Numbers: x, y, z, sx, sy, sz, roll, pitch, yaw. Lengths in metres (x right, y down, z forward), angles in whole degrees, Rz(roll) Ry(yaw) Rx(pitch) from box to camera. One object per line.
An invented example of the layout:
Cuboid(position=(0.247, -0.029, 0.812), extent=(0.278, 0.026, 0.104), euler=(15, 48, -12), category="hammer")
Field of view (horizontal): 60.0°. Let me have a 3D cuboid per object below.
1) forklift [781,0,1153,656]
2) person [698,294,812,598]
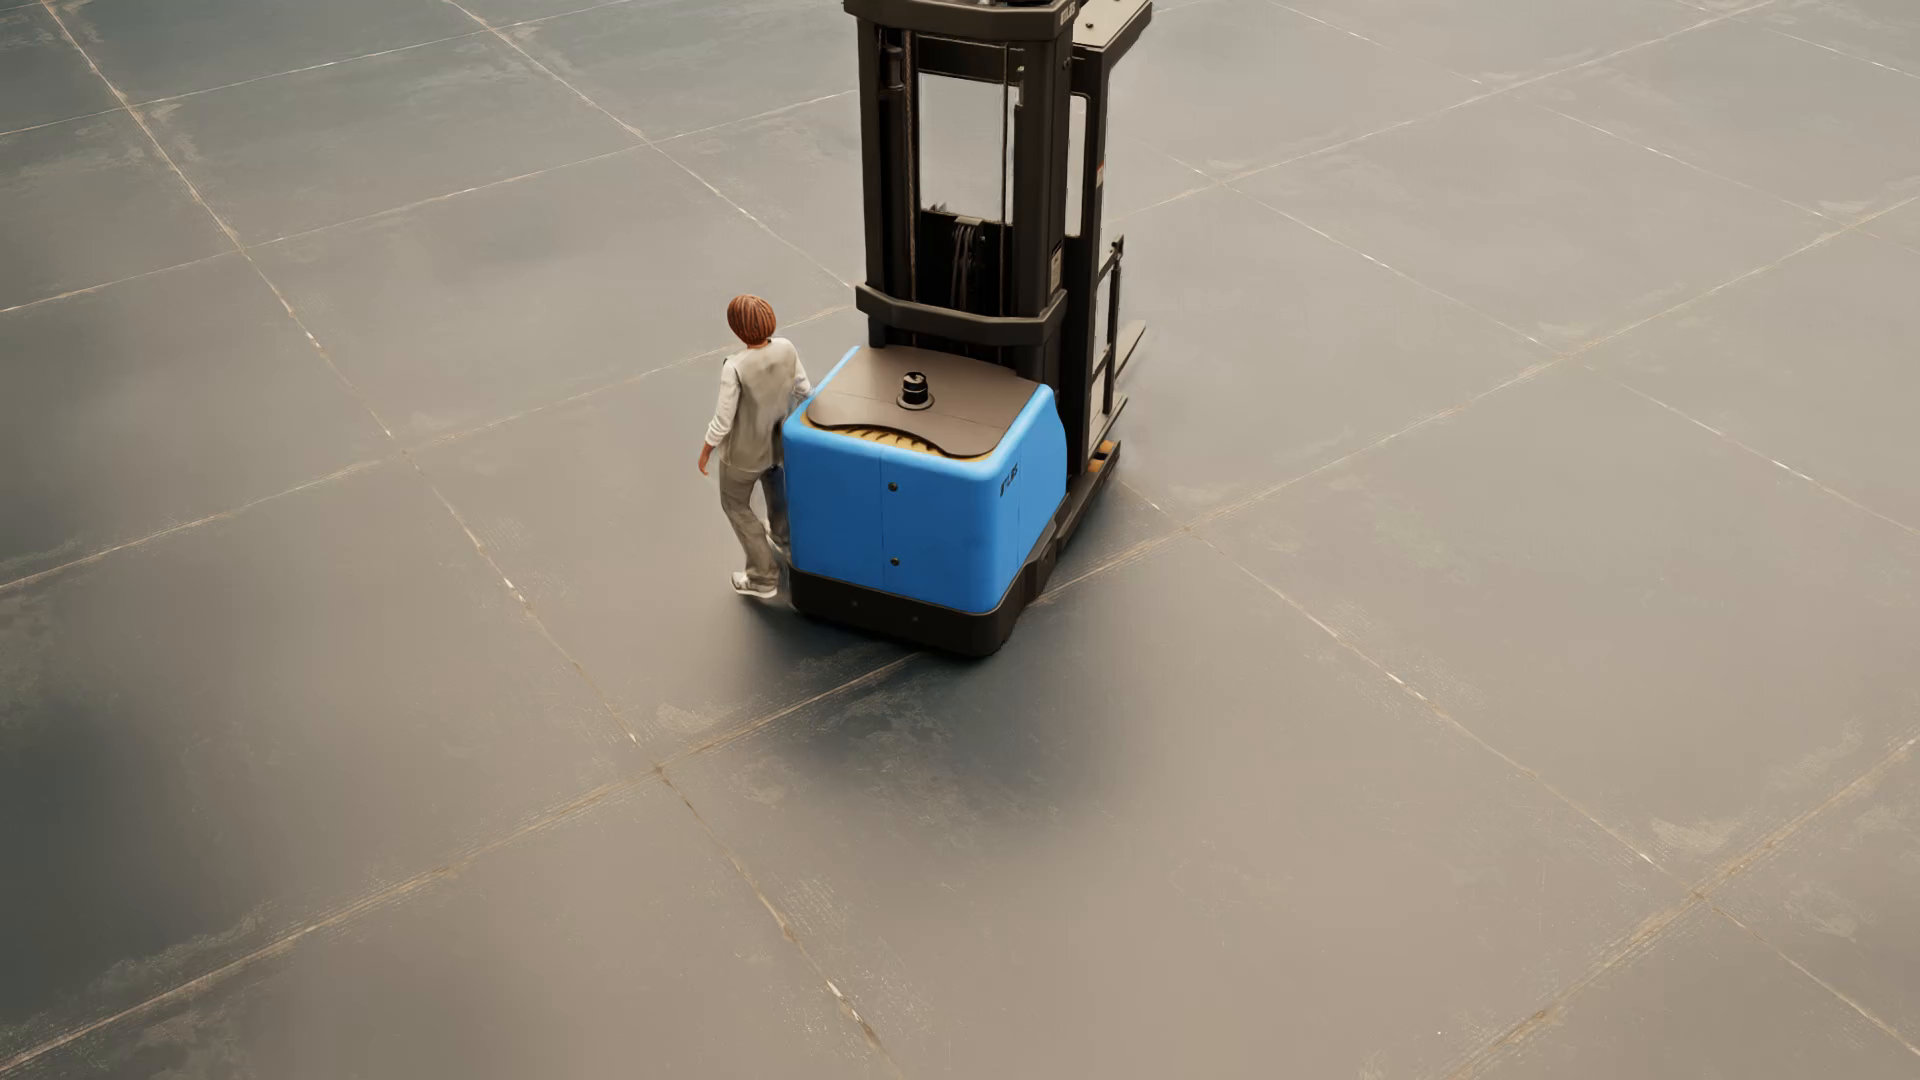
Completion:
Cuboid(position=(0.215, -1.524, 8.005), extent=(1.130, 2.935, 3.031), euler=(13, 39, 17), category="forklift")
Cuboid(position=(-0.978, -0.468, 7.664), extent=(0.561, 1.583, 0.510), euler=(-28, 45, -32), category="person")
